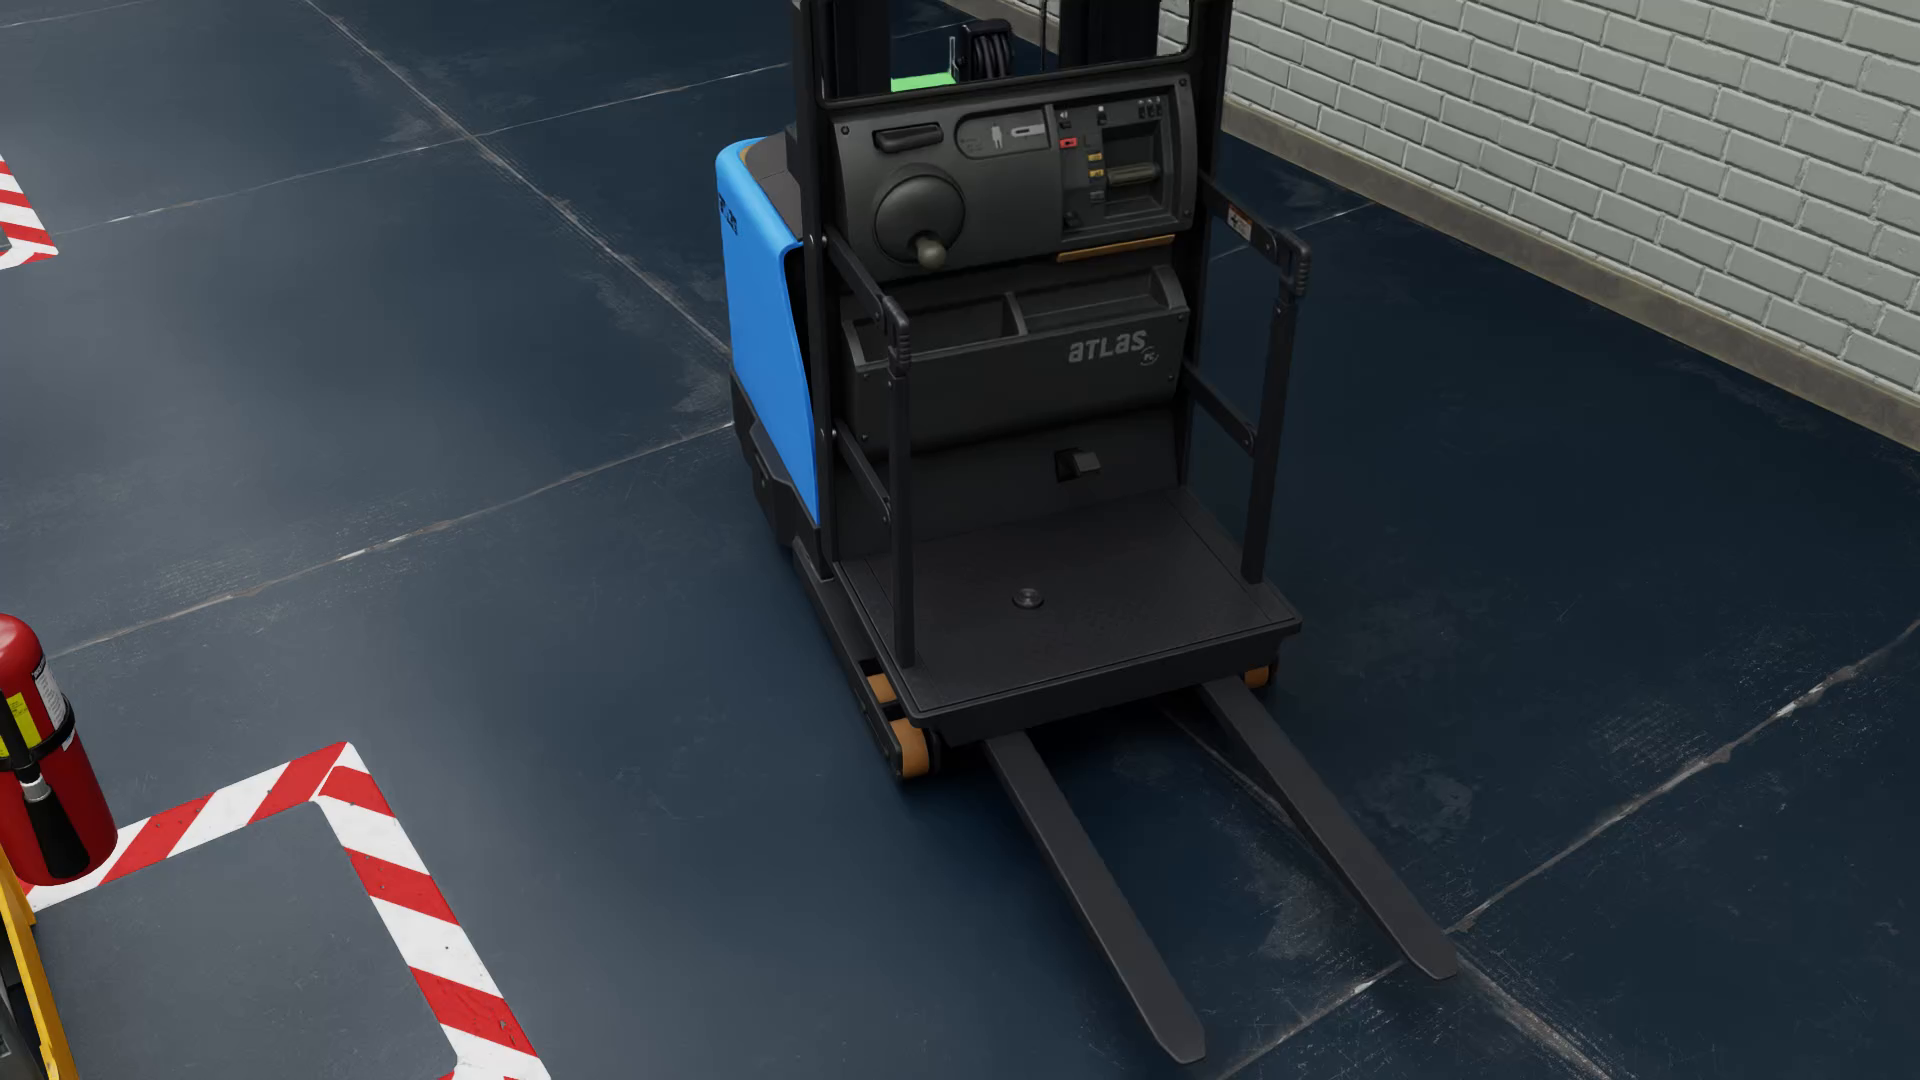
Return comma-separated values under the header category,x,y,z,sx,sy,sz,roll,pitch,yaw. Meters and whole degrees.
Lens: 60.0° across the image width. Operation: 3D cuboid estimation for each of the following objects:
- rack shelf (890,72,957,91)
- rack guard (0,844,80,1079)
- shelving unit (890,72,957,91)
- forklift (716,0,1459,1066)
category,x,y,z,sx,sy,sz,roll,pitch,yaw
rack shelf,-0.217,-1.454,5.440,0.457,0.021,0.221,-12,38,-17
rack guard,-2.085,0.991,3.444,0.348,0.500,1.175,-22,41,-28
shelving unit,-0.221,-1.072,5.713,0.487,1.046,0.258,-12,38,-17
forklift,0.228,-0.836,3.903,1.130,2.935,3.031,-12,38,-17
